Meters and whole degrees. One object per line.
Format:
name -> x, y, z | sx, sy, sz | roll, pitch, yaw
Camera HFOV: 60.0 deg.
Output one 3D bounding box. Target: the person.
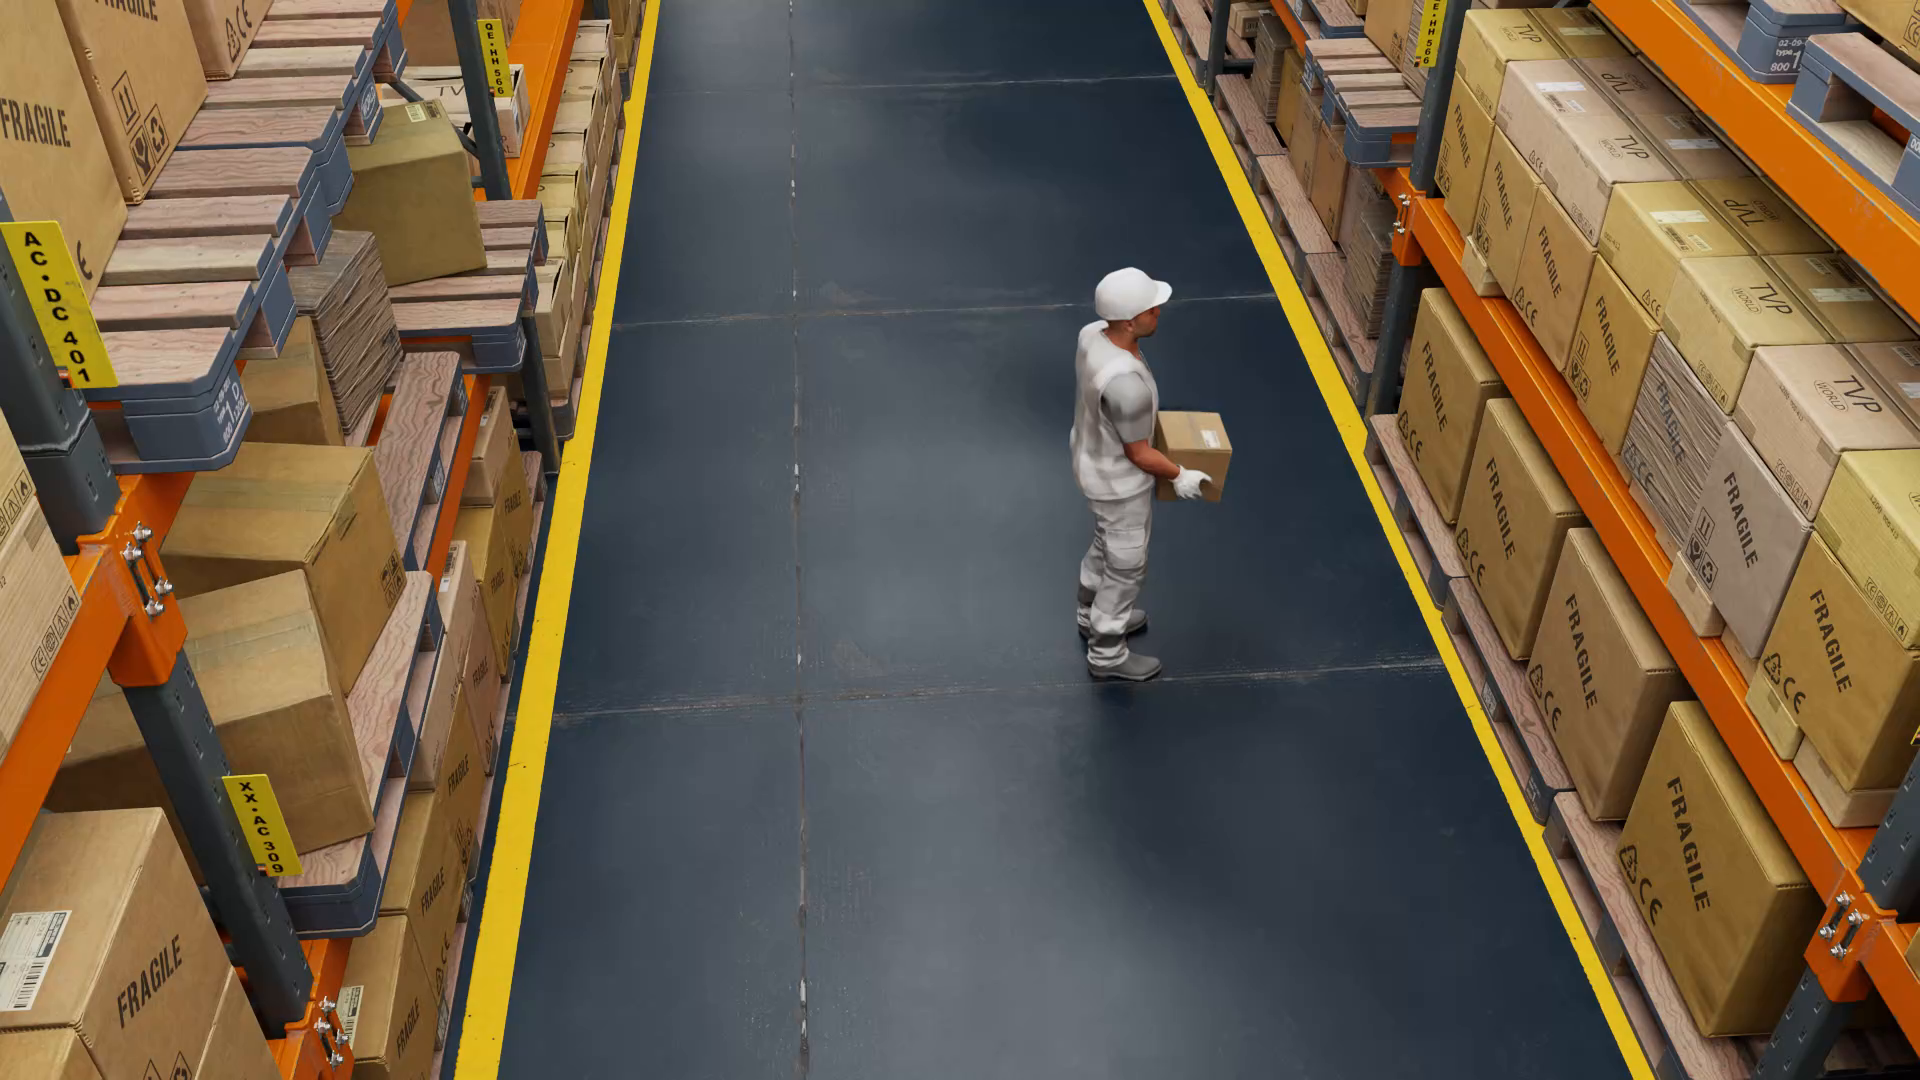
person -> 0.689, -0.258, 6.452 | 0.519, 1.794, 0.526 | -3, 39, -4
